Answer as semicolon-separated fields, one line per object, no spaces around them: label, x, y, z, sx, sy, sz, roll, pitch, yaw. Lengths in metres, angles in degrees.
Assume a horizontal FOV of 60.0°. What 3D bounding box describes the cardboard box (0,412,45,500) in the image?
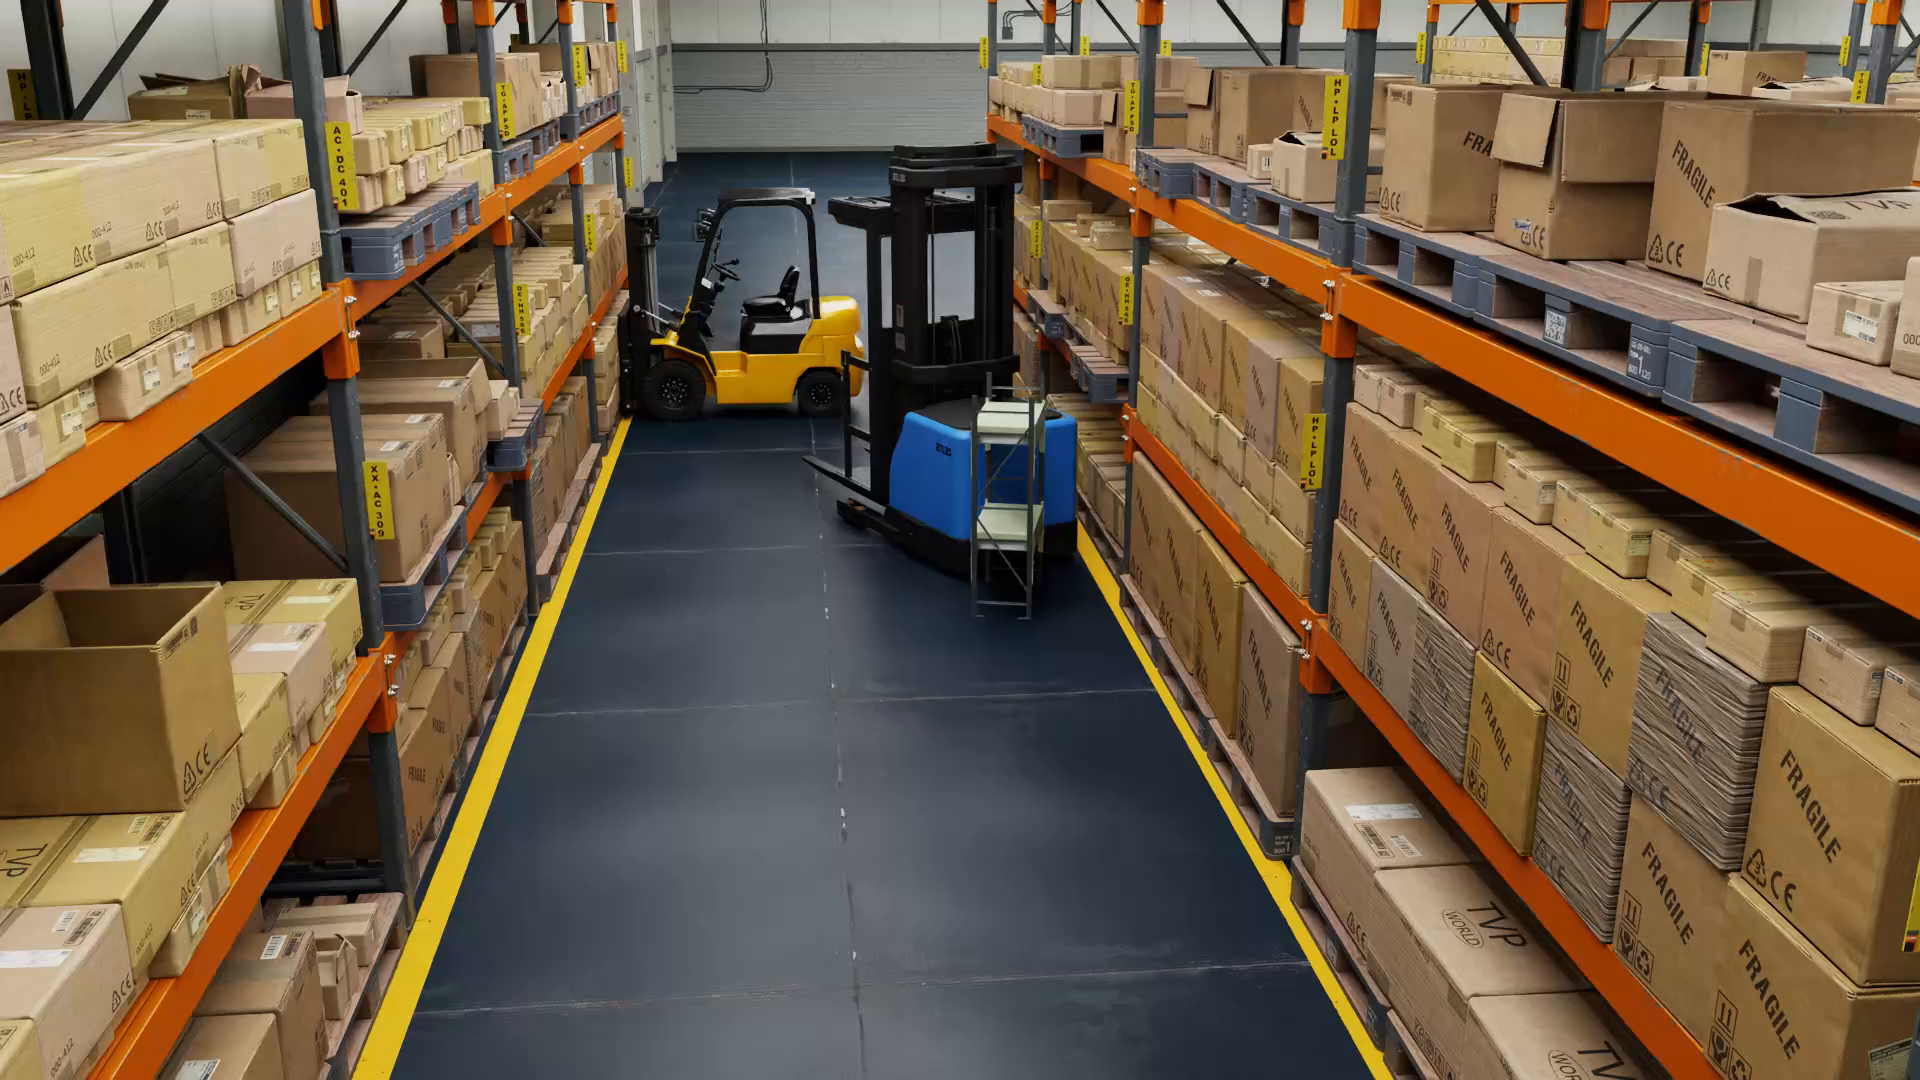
cardboard box;-2.270;-0.180;3.653;0.380;0.149;0.250;-1;17;-4

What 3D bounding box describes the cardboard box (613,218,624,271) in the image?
cardboard box;-3.776;-3.056;17.236;0.500;0.500;0.500;-1;17;-4

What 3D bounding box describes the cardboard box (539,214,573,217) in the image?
cardboard box;-3.610;-2.864;15.045;0.380;0.149;0.250;-2;18;-7

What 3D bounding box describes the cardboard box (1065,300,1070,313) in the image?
cardboard box;1.067;-1.936;13.553;0.380;0.149;0.250;-2;17;-5

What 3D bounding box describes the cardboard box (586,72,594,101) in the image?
cardboard box;-3.571;-4.176;15.321;0.396;0.266;0.258;-2;18;-7

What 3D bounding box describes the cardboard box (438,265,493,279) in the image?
cardboard box;-3.849;-2.049;12.947;0.380;0.149;0.250;-2;18;-6

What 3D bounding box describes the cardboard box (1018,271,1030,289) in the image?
cardboard box;0.772;-2.533;16.158;0.380;0.149;0.250;-2;18;-6

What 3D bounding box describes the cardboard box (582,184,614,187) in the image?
cardboard box;-3.886;-3.700;17.710;0.380;0.149;0.250;-2;18;-5

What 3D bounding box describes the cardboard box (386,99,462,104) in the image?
cardboard box;-3.056;-2.435;9.505;0.380;0.149;0.250;-2;18;-8

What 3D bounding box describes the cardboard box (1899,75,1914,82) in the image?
cardboard box;10.496;-4.988;18.133;0.380;0.149;0.250;-1;17;-3

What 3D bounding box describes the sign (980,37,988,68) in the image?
sign;0.264;-5.287;18.044;0.100;0.325;0.005;-2;18;-6

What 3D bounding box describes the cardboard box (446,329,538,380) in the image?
cardboard box;-3.085;-1.226;10.989;0.500;0.250;0.500;-2;18;-6

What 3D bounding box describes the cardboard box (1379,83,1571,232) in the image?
cardboard box;1.894;-1.426;6.168;0.500;0.500;0.500;-1;17;-5

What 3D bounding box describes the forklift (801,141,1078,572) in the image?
forklift;-0.315;-1.561;12.756;1.130;2.935;3.031;-10;20;-29

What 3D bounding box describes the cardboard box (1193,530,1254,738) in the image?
cardboard box;1.797;0.481;8.982;0.875;0.875;0.875;-1;17;-4

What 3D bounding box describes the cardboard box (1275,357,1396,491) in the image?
cardboard box;1.746;-0.531;7.524;0.500;0.500;0.500;-1;17;-4

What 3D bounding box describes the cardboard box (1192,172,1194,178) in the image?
cardboard box;1.388;-2.471;10.952;0.380;0.149;0.250;-2;18;-6

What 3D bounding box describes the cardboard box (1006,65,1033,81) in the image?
cardboard box;0.662;-4.656;16.581;0.380;0.149;0.250;-1;17;-4

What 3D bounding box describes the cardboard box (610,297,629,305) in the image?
cardboard box;-3.716;-2.388;17.494;0.500;0.250;0.500;-1;17;-5

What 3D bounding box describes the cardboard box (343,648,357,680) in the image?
cardboard box;-2.611;0.481;6.557;0.380;0.149;0.250;-2;17;-5

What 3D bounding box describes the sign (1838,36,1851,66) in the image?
sign;10.122;-5.593;19.019;0.100;0.325;0.005;-2;18;-6

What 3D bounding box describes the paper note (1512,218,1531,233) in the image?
paper note;1.659;-0.930;4.917;0.006;0.032;0.123;-2;18;-6

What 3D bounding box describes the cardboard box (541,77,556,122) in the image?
cardboard box;-3.324;-3.310;12.484;0.500;0.311;0.500;-2;18;-8

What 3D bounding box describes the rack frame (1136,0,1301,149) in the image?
rack frame;1.629;-3.935;10.187;1.000;3.000;0.127;-2;18;-6

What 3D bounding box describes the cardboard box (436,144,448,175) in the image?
cardboard box;-2.714;-1.844;8.087;0.380;0.149;0.250;-1;17;-4

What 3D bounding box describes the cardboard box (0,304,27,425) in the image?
cardboard box;-2.329;-0.327;3.458;0.500;0.250;0.500;-1;17;-5

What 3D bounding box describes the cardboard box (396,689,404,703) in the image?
cardboard box;-2.773;0.761;7.634;0.380;0.149;0.250;-2;18;-7

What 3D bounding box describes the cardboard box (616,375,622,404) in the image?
cardboard box;-3.577;-1.456;16.196;0.500;0.250;0.500;-1;17;-5

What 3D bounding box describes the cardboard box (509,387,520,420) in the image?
cardboard box;-2.858;-0.815;9.983;0.380;0.149;0.250;-1;17;-5

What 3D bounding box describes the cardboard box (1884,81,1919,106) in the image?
cardboard box;6.687;-3.115;11.863;0.500;0.311;0.500;-2;18;-6

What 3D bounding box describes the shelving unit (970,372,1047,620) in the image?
shelving unit;0.327;-0.307;11.152;0.431;1.500;0.755;2;18;8

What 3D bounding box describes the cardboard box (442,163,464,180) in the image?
cardboard box;-2.909;-1.833;8.752;0.500;0.250;0.500;-2;18;-6

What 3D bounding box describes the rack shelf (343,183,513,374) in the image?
rack shelf;-3.101;-1.410;8.354;1.077;0.370;4.000;-2;18;-6

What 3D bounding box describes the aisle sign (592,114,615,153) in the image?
aisle sign;-3.847;-4.570;17.887;0.394;0.787;0.004;-2;18;-6

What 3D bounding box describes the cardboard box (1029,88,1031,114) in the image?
cardboard box;0.903;-3.889;14.804;0.500;0.250;0.500;-2;18;-6

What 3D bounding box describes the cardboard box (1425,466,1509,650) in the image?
cardboard box;1.938;0.048;5.682;0.500;0.500;0.500;-1;17;-5

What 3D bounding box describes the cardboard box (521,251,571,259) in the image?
cardboard box;-3.419;-2.296;13.732;0.380;0.149;0.250;-2;18;-6

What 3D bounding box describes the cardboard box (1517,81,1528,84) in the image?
cardboard box;5.669;-4.408;16.253;0.380;0.149;0.250;-2;17;-5

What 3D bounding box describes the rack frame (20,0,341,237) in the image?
rack frame;-2.895;-2.589;5.899;1.000;3.000;0.127;-2;18;-6

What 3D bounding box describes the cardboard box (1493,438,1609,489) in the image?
cardboard box;1.998;-0.234;5.495;0.380;0.149;0.250;-2;18;-6

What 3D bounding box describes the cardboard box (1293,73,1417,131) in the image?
cardboard box;2.100;-2.236;8.914;0.500;0.500;0.500;-2;18;-5

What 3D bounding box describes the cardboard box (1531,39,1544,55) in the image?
cardboard box;5.698;-4.711;15.887;0.380;0.149;0.250;-1;17;-5

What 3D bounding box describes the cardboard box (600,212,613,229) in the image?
cardboard box;-3.662;-3.183;16.557;0.380;0.149;0.250;-2;18;-5

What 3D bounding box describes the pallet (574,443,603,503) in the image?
pallet;-3.605;-0.561;14.112;1.003;0.211;1.213;-2;18;-6

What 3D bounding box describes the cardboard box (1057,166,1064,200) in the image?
cardboard box;1.331;-3.372;16.077;0.700;0.500;0.500;-2;18;-7

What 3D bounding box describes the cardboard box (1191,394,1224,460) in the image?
cardboard box;1.566;-0.626;9.080;0.500;0.250;0.500;-1;17;-5

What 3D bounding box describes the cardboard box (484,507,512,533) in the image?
cardboard box;-3.005;-0.096;10.364;0.380;0.149;0.250;-3;18;-8

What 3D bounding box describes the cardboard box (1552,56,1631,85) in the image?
cardboard box;5.824;-4.336;15.357;0.500;0.250;0.500;-2;18;-6

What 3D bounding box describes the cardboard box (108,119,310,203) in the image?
cardboard box;-2.603;-1.323;5.796;0.500;0.250;0.500;-2;18;-5

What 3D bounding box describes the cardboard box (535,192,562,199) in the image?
cardboard box;-4.265;-3.463;16.952;0.380;0.149;0.250;-2;18;-5

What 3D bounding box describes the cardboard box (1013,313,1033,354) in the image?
cardboard box;0.781;-1.982;16.620;0.500;0.500;0.500;-1;17;-3

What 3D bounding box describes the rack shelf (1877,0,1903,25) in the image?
rack shelf;6.749;-2.988;9.039;1.077;0.370;4.000;-2;18;-6

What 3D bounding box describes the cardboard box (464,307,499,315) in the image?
cardboard box;-3.076;-1.459;11.066;0.380;0.149;0.250;-1;17;-4

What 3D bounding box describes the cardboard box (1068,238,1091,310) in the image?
cardboard box;1.133;-2.056;12.854;0.500;0.500;0.500;-2;18;-8

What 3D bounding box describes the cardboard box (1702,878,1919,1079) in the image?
cardboard box;2.141;1.128;3.910;0.500;0.500;0.500;-2;18;-5

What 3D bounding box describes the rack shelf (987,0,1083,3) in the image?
rack shelf;1.010;-5.378;15.989;1.077;0.370;4.000;-2;18;-6

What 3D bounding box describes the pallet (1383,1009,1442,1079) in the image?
pallet;2.171;2.043;5.817;1.003;0.211;1.213;-2;18;-6

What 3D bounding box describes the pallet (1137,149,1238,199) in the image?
pallet;1.748;-2.223;10.059;1.213;0.211;1.003;-1;17;-3
